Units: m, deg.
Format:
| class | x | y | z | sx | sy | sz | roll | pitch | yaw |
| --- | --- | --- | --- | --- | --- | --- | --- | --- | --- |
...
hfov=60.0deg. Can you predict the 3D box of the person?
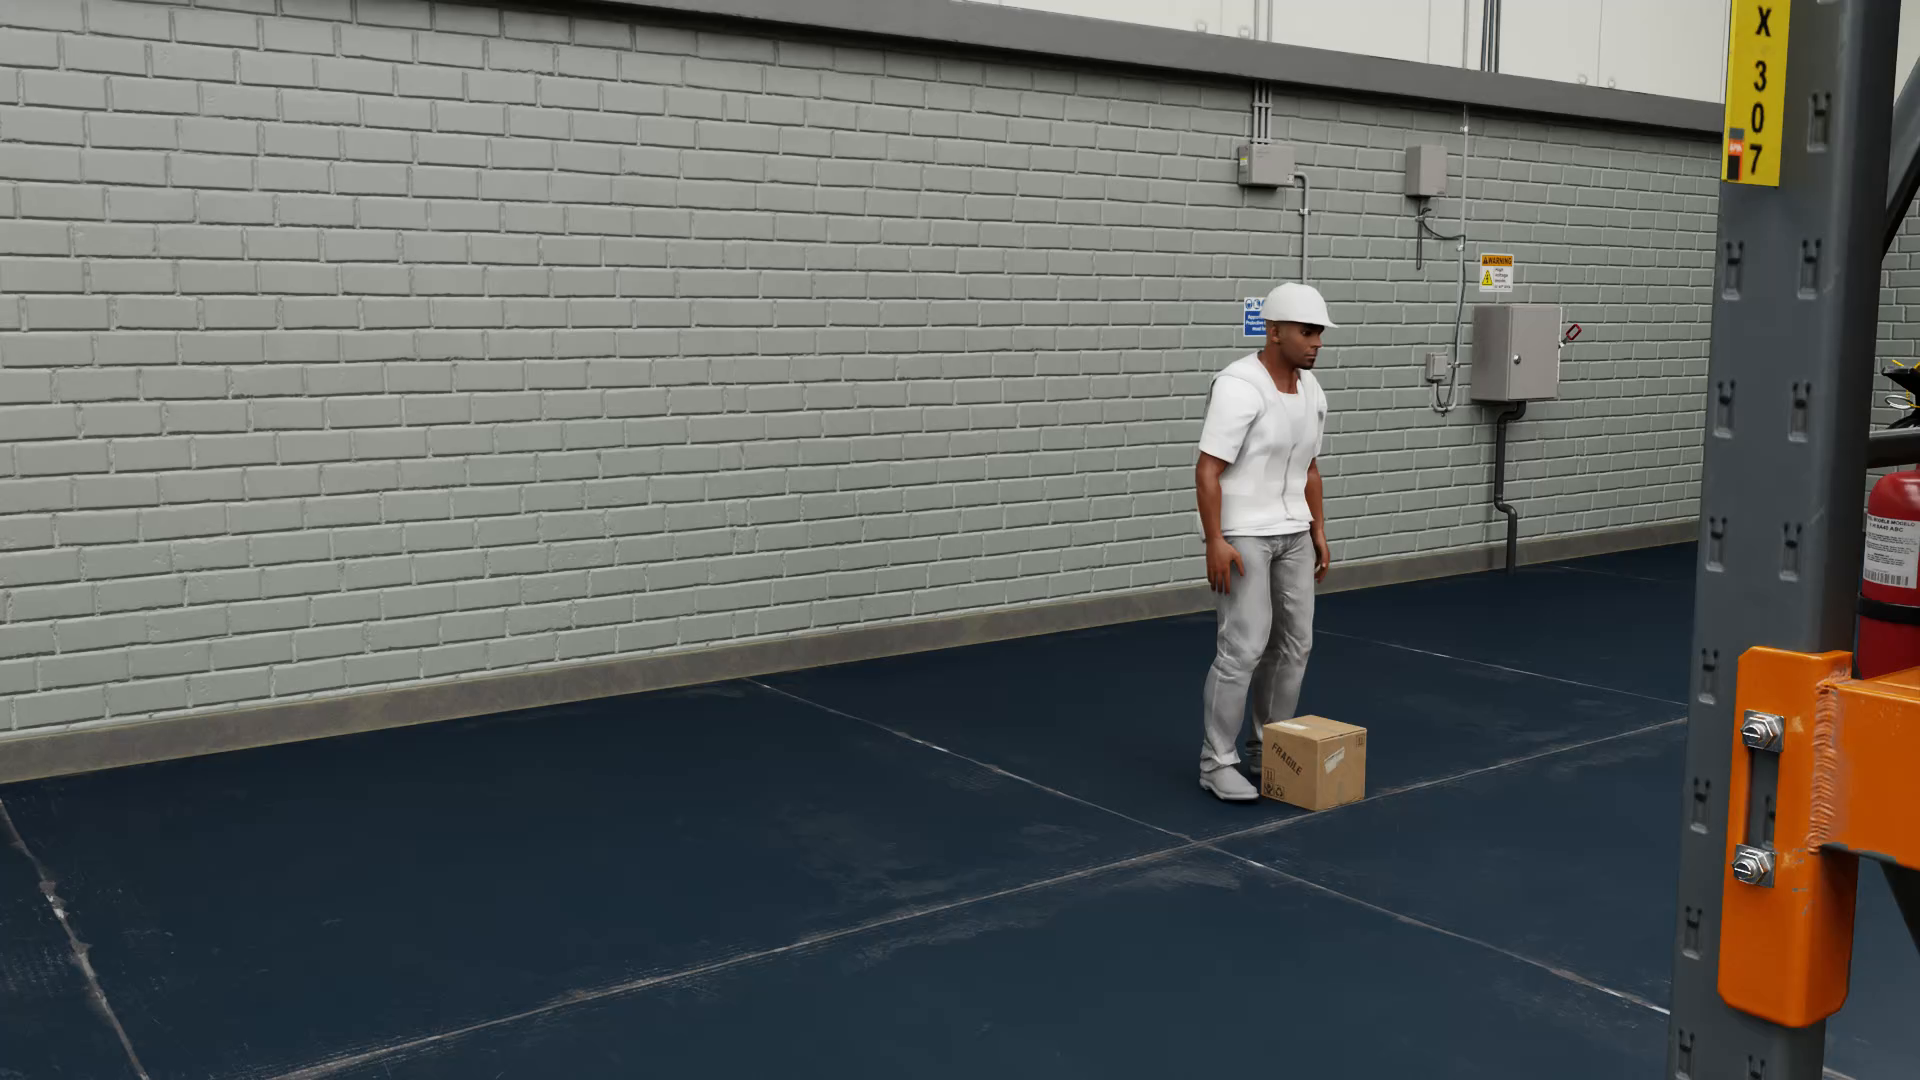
| class | x | y | z | sx | sy | sz | roll | pitch | yaw |
| --- | --- | --- | --- | --- | --- | --- | --- | --- | --- |
| person | 1.075 | -0.007 | 5.791 | 0.629 | 1.759 | 0.461 | -6 | 10 | -39 |
